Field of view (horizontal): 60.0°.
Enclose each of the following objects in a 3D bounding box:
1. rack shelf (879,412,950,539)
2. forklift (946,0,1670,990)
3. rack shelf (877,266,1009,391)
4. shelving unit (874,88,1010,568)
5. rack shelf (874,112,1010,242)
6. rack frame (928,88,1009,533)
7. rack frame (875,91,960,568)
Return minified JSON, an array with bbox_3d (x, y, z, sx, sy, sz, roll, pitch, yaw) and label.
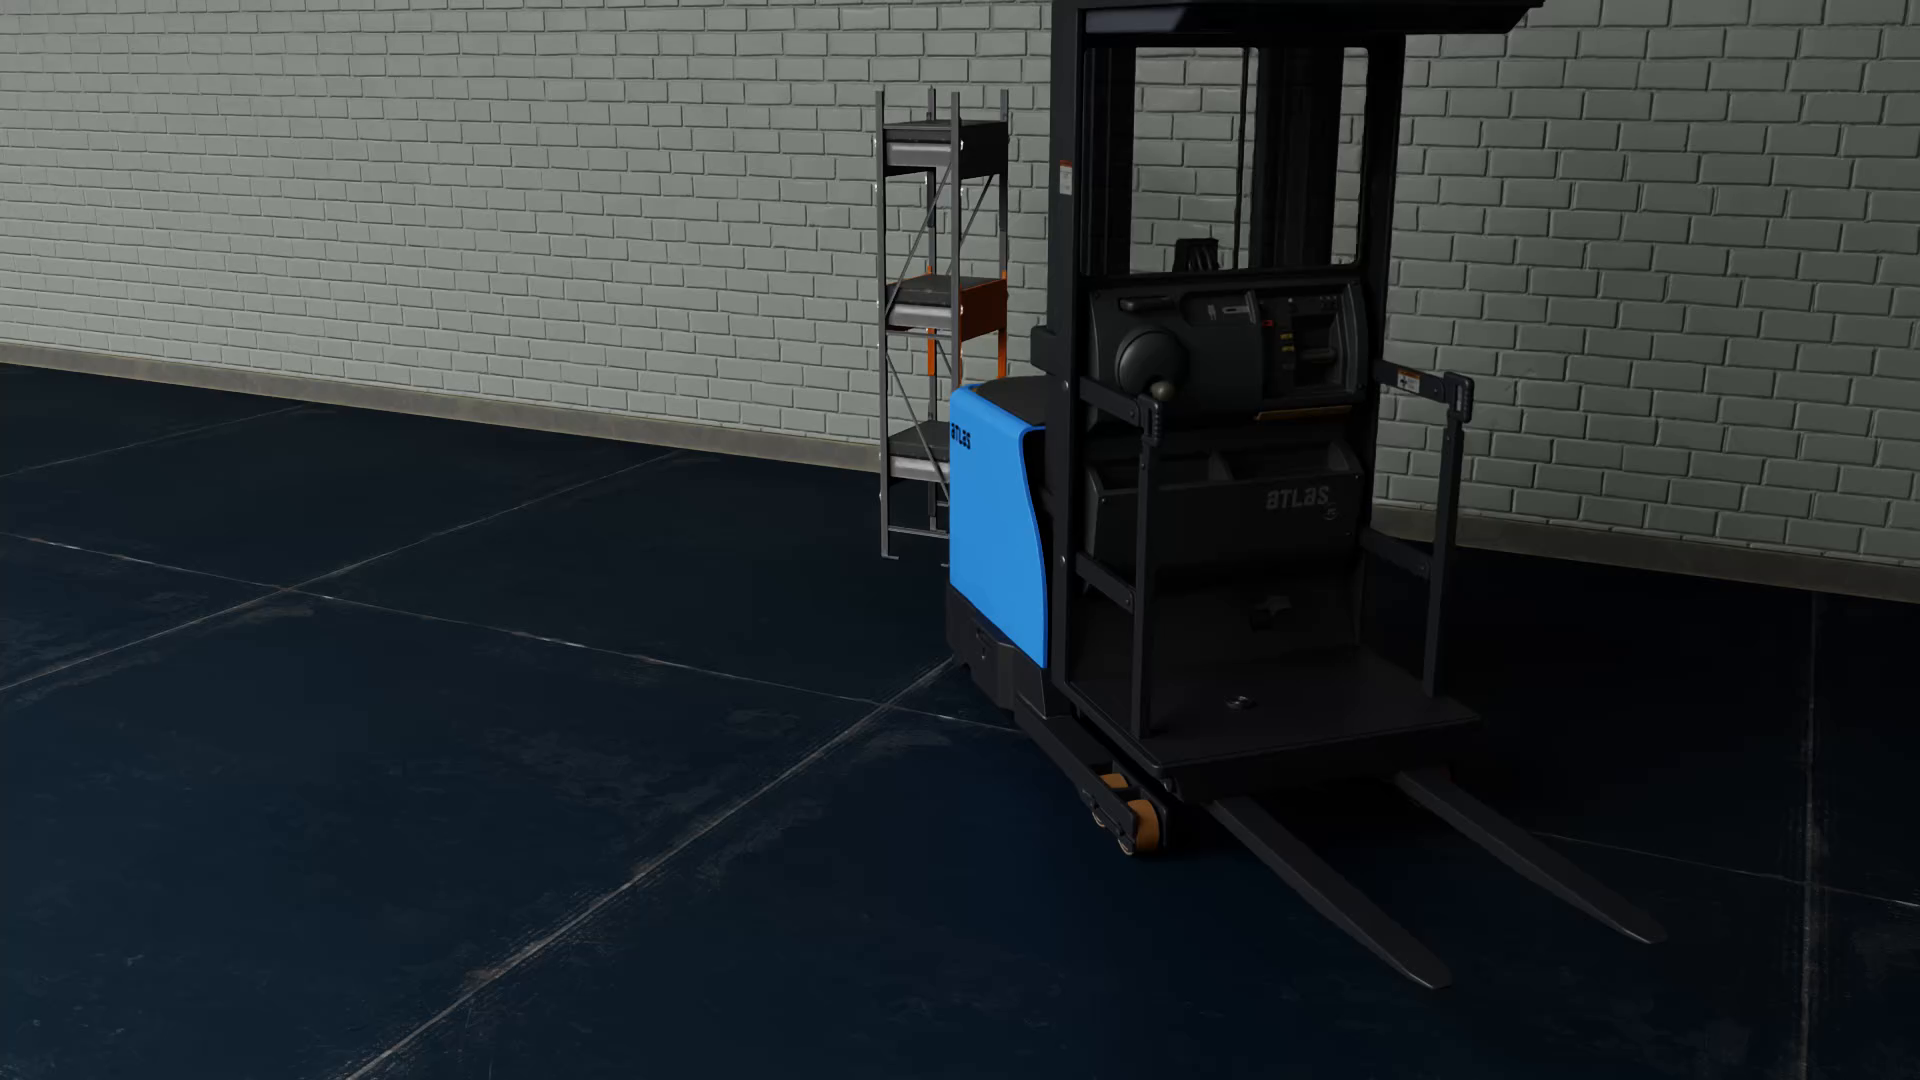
[{"bbox_3d":[-0.074,-0.280,7.787,0.431,0.518,0.480,8,18,25],"label":"rack shelf"},{"bbox_3d":[0.904,-0.606,4.917,1.130,2.935,3.031,-6,17,-18],"label":"forklift"},{"bbox_3d":[-0.074,-0.951,7.587,0.431,0.518,0.480,8,18,25],"label":"rack shelf"},{"bbox_3d":[-0.074,-0.964,7.583,0.431,2.100,0.503,8,18,25],"label":"shelving unit"},{"bbox_3d":[-0.074,-1.622,7.388,0.431,0.518,0.480,8,18,25],"label":"rack shelf"},{"bbox_3d":[0.035,-1.027,7.793,0.400,2.100,0.015,8,18,25],"label":"rack frame"},{"bbox_3d":[-0.183,-0.902,7.374,0.400,2.100,0.015,8,18,25],"label":"rack frame"}]
